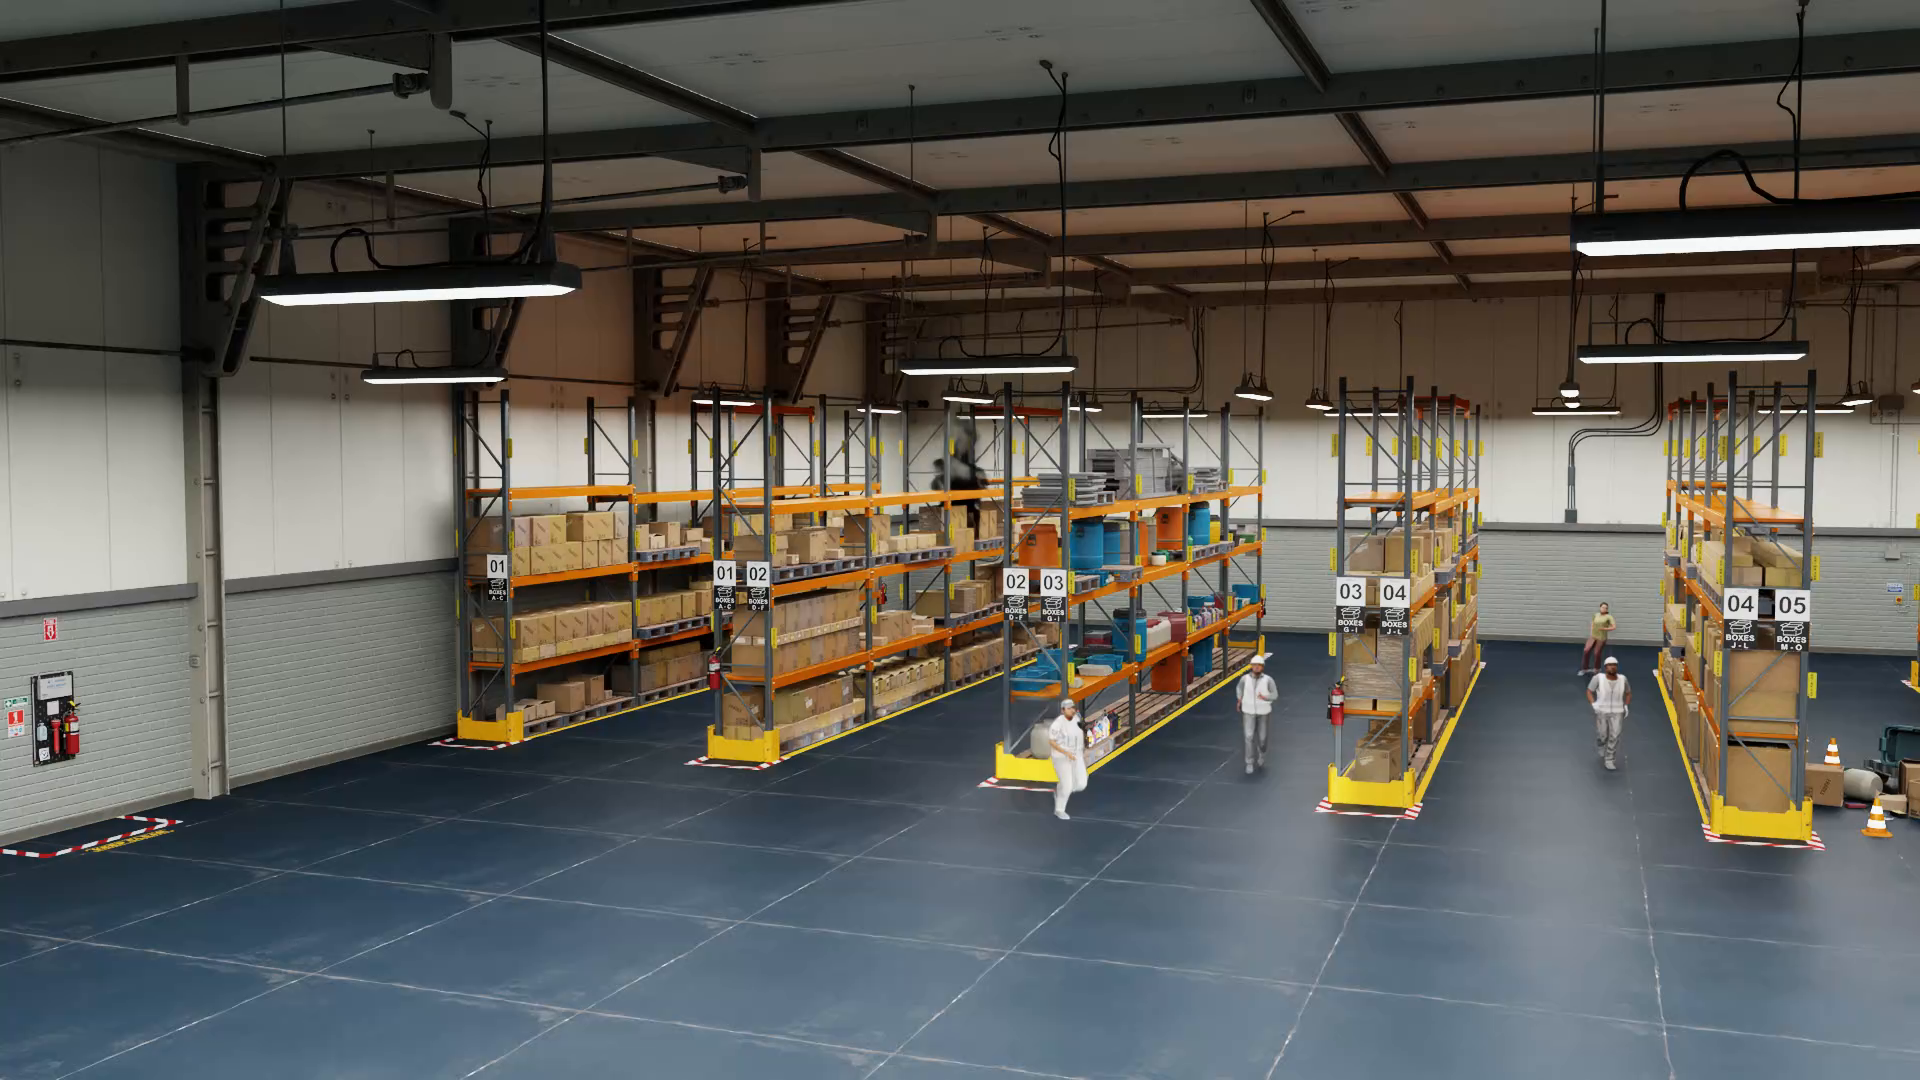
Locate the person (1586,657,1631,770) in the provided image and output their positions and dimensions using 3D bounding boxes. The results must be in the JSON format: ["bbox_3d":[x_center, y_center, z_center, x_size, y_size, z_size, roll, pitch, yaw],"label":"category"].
[{"bbox_3d":[10.202,2.699,26.139,0.673,1.737,0.665,1,3,13],"label":"person"}]

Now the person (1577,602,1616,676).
[{"bbox_3d":[14.091,2.176,36.613,0.784,1.641,0.696,-3,4,-45],"label":"person"}]

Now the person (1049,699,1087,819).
[{"bbox_3d":[1.480,2.968,22.528,0.630,1.620,0.595,-2,4,-33],"label":"person"}]

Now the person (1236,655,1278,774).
[{"bbox_3d":[4.588,2.668,25.737,0.659,1.764,0.948,1,3,14],"label":"person"}]
